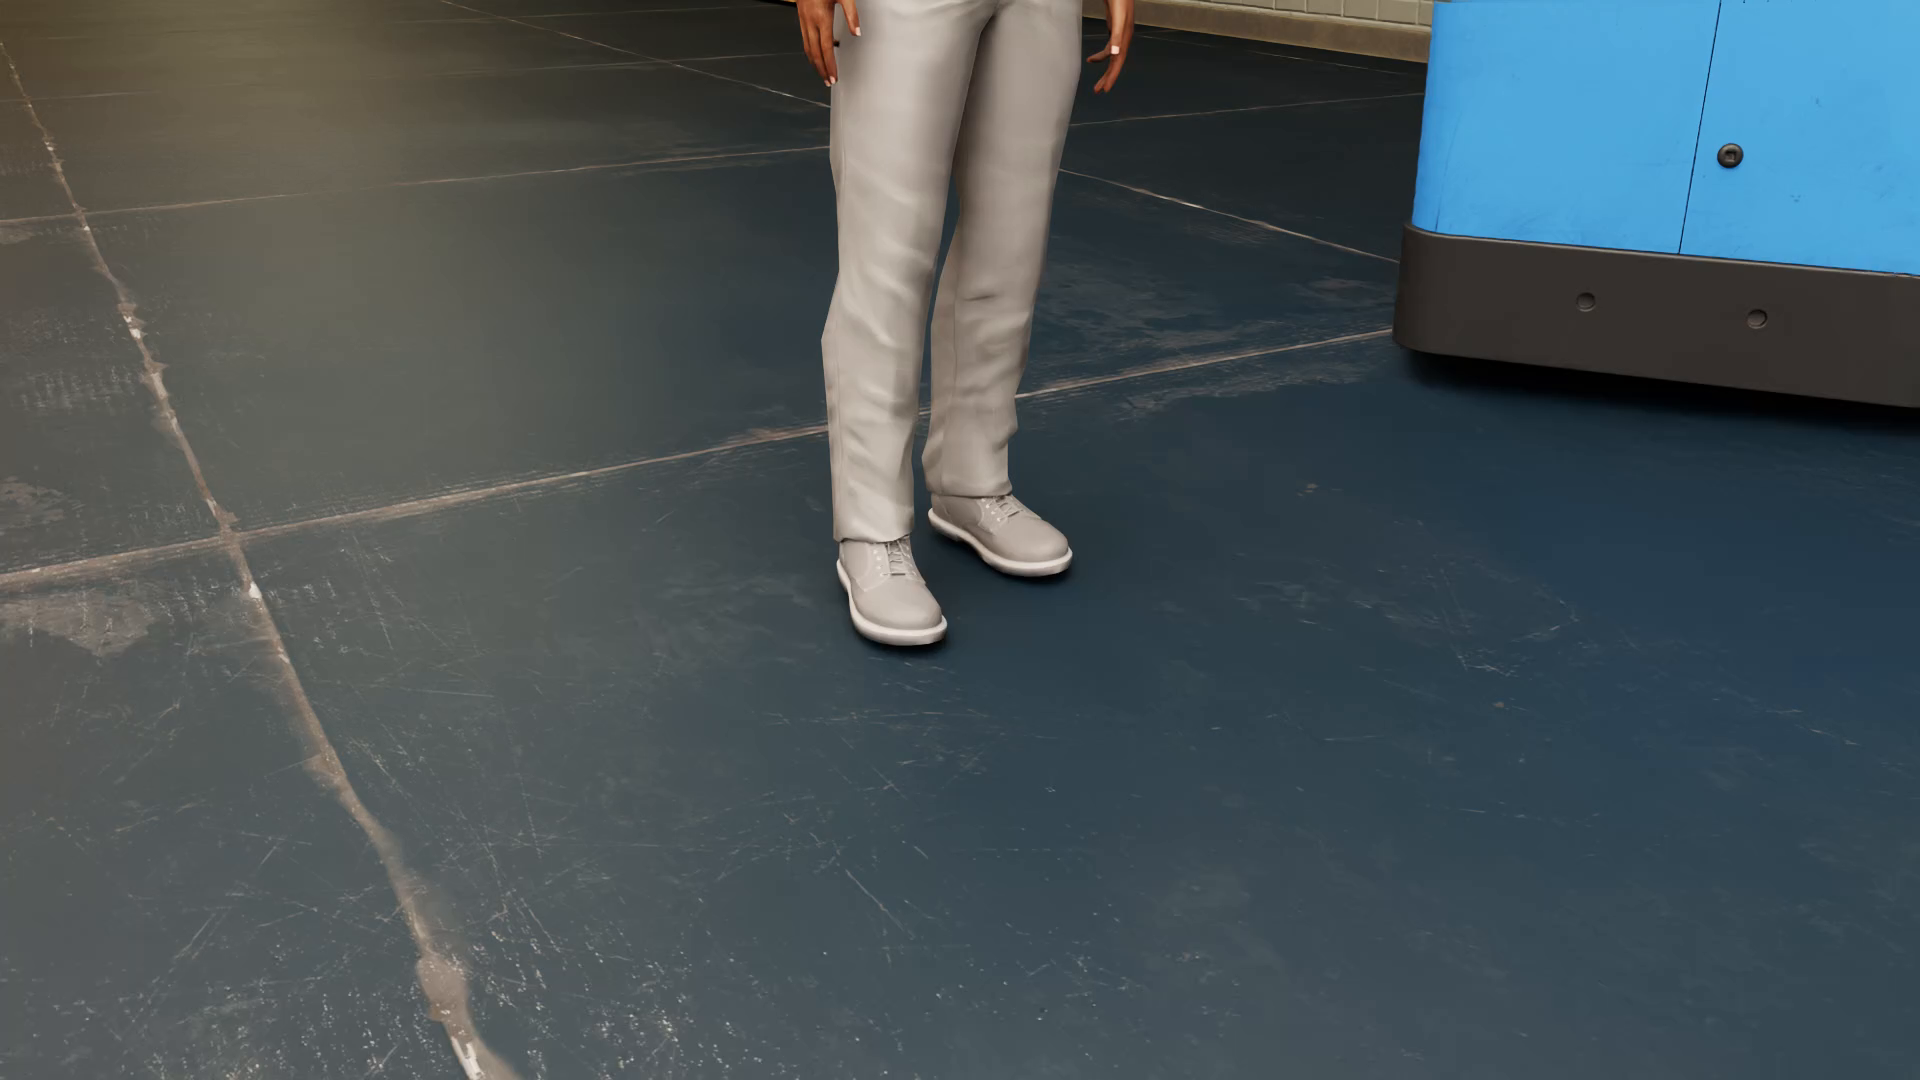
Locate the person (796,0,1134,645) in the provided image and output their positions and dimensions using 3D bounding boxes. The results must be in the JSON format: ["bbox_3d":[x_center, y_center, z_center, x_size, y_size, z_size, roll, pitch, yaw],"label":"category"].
[{"bbox_3d":[0.020,-0.762,2.241,0.569,1.695,0.530,-12,25,-28],"label":"person"}]

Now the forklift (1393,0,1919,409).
[{"bbox_3d":[1.978,-2.119,3.937,1.130,2.935,3.031,10,24,23],"label":"forklift"}]
